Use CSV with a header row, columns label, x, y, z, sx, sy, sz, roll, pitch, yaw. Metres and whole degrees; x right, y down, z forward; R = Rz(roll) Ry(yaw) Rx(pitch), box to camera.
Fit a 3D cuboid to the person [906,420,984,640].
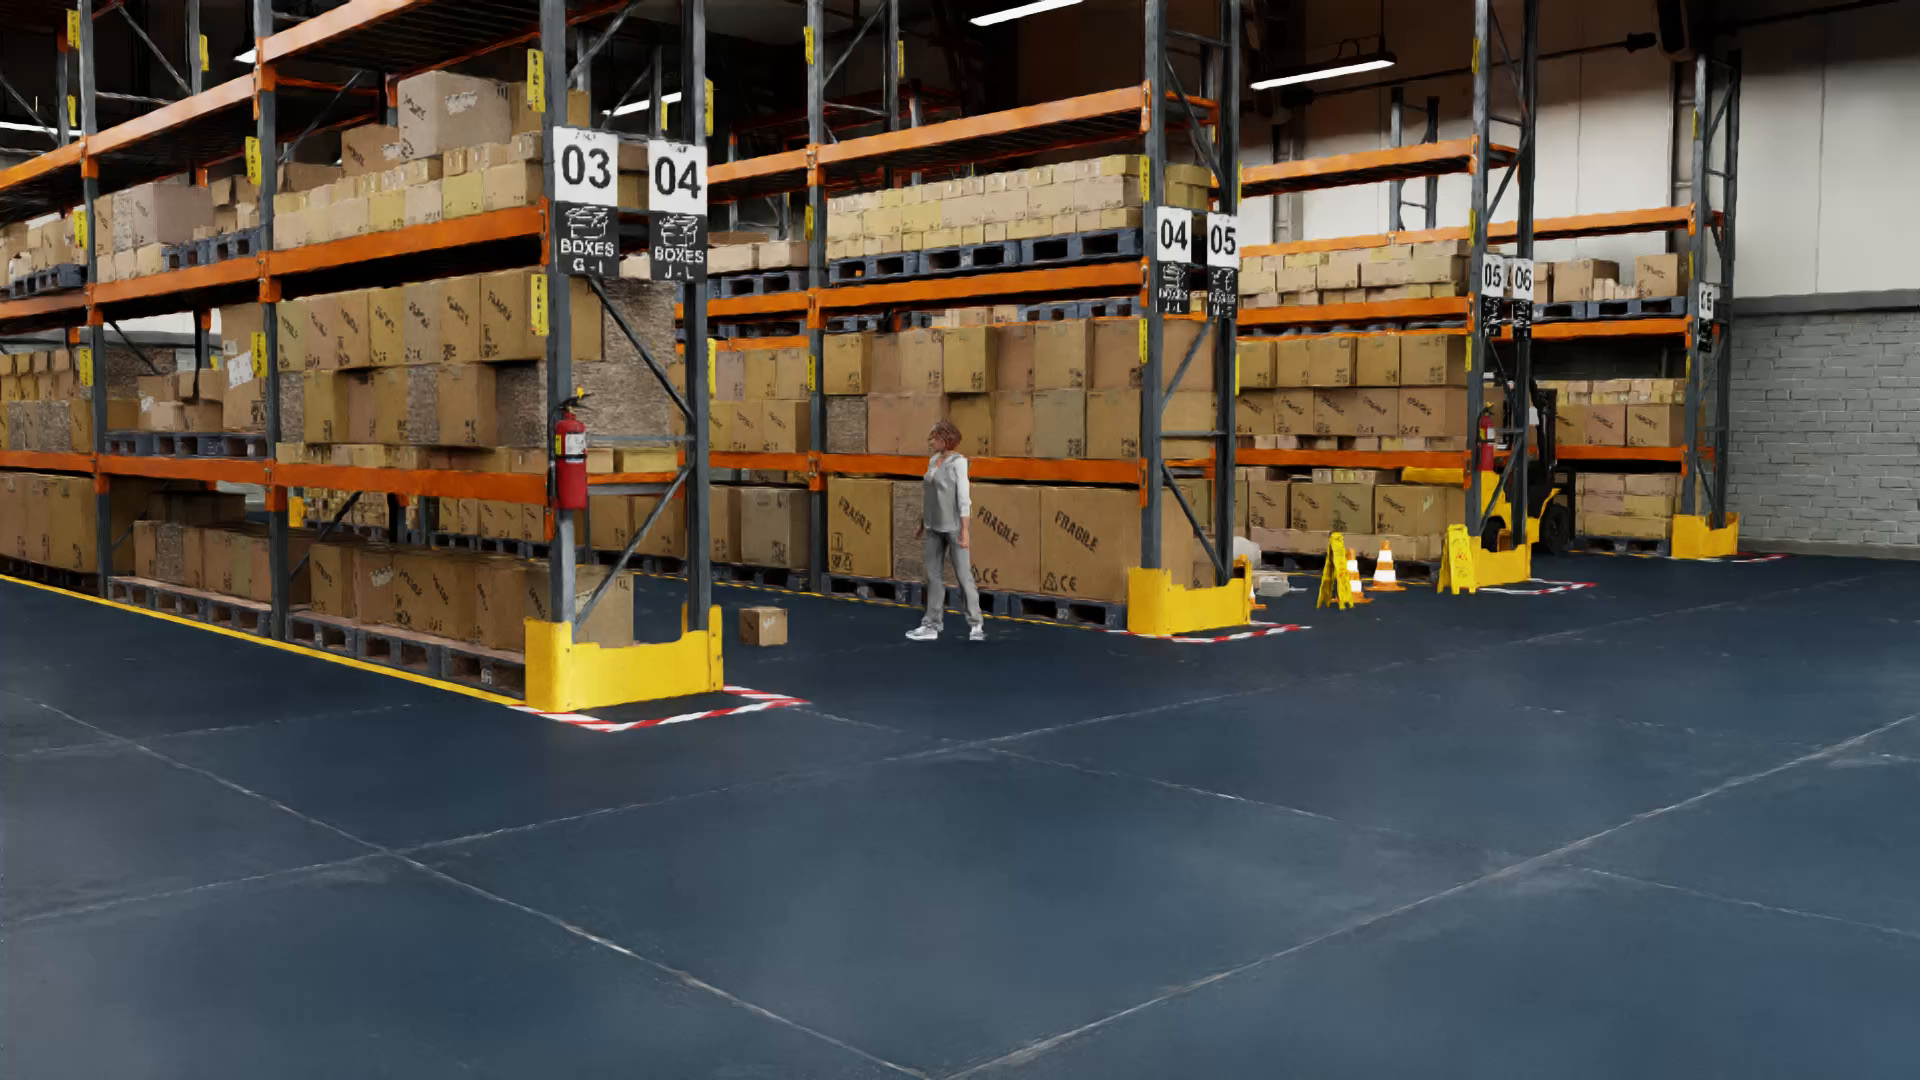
label,x,y,z,sx,sy,sz,roll,pitch,yaw
person,-0.120,-0.073,12.057,0.533,1.587,0.594,-4,5,-41
